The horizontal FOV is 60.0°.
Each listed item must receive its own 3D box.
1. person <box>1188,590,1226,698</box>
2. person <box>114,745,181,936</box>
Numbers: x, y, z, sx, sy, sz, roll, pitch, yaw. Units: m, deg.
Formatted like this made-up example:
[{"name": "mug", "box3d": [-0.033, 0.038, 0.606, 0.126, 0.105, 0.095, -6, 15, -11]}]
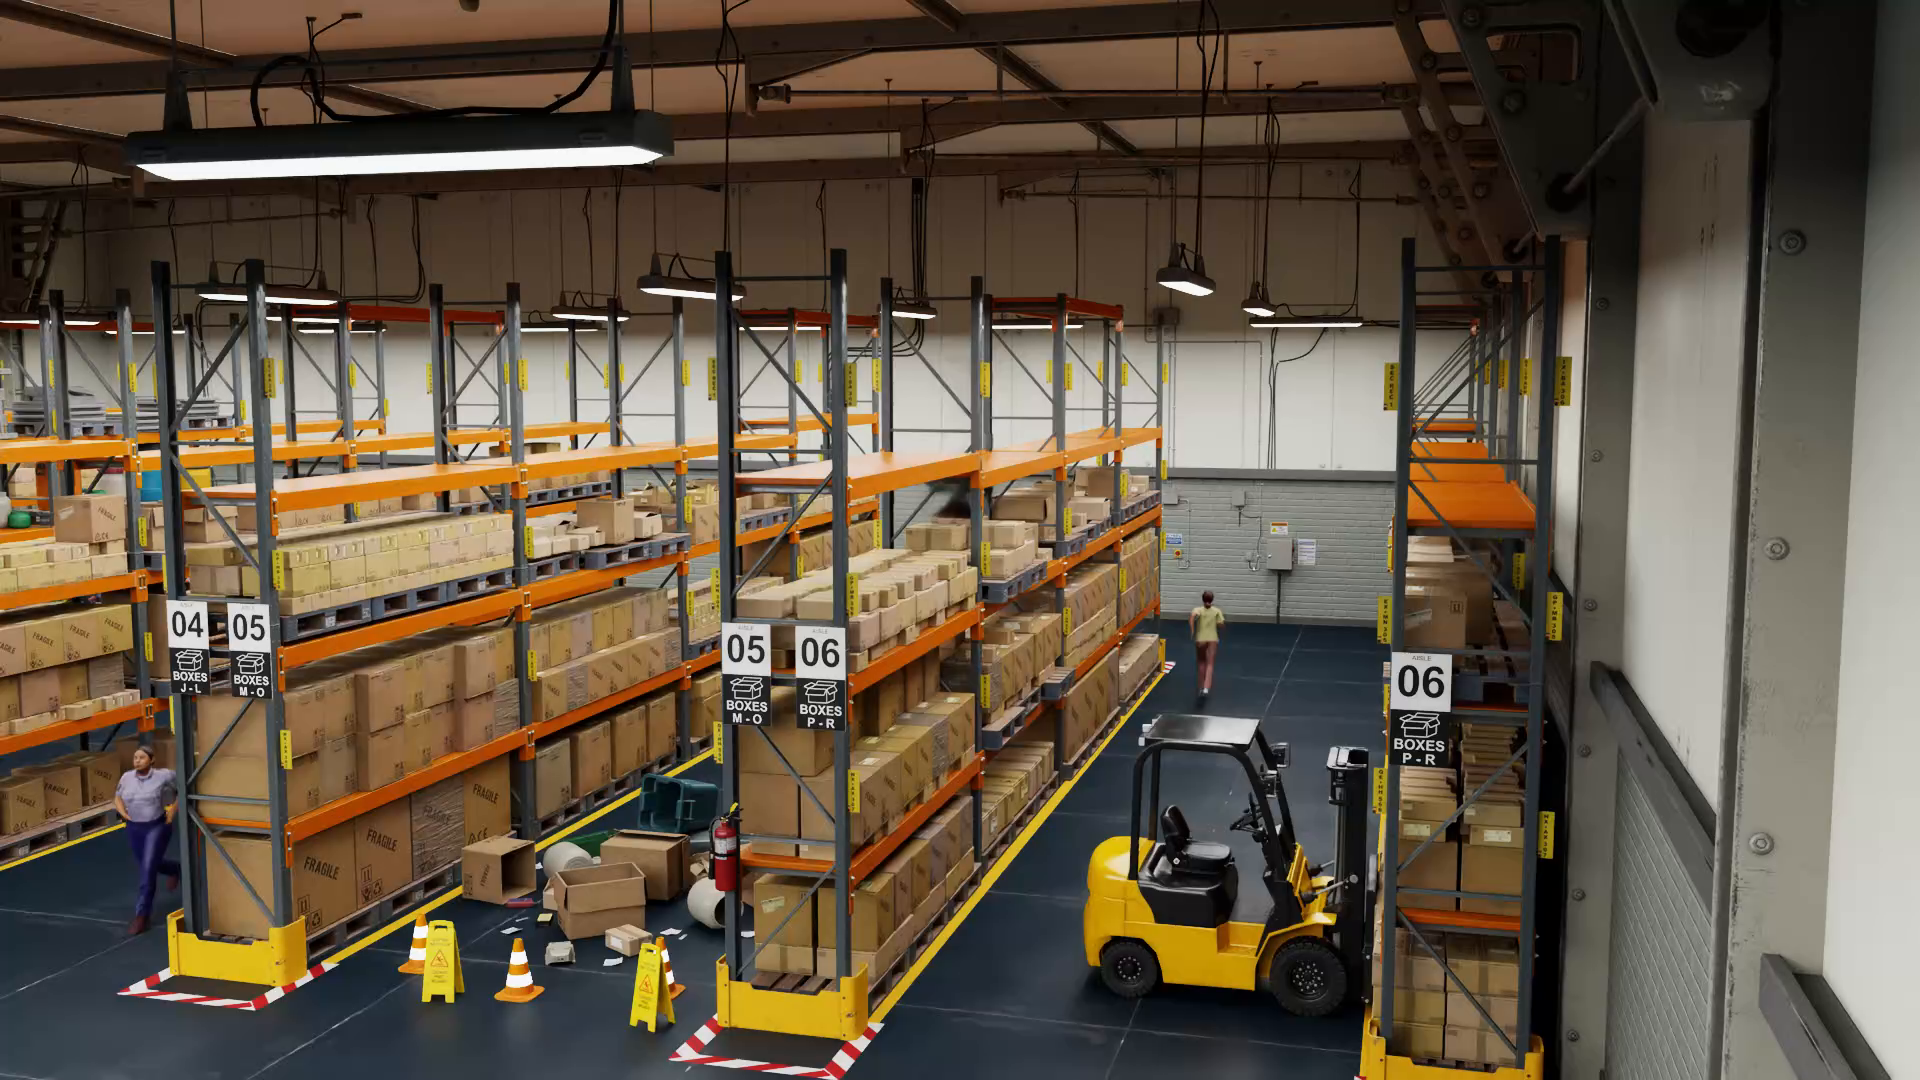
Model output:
[{"name": "person", "box3d": [3.790, 1.652, 25.535, 0.563, 1.740, 0.834, 1, 6, 10]}, {"name": "person", "box3d": [-7.574, 2.727, 15.534, 0.574, 1.664, 1.086, 1, 6, 7]}]
